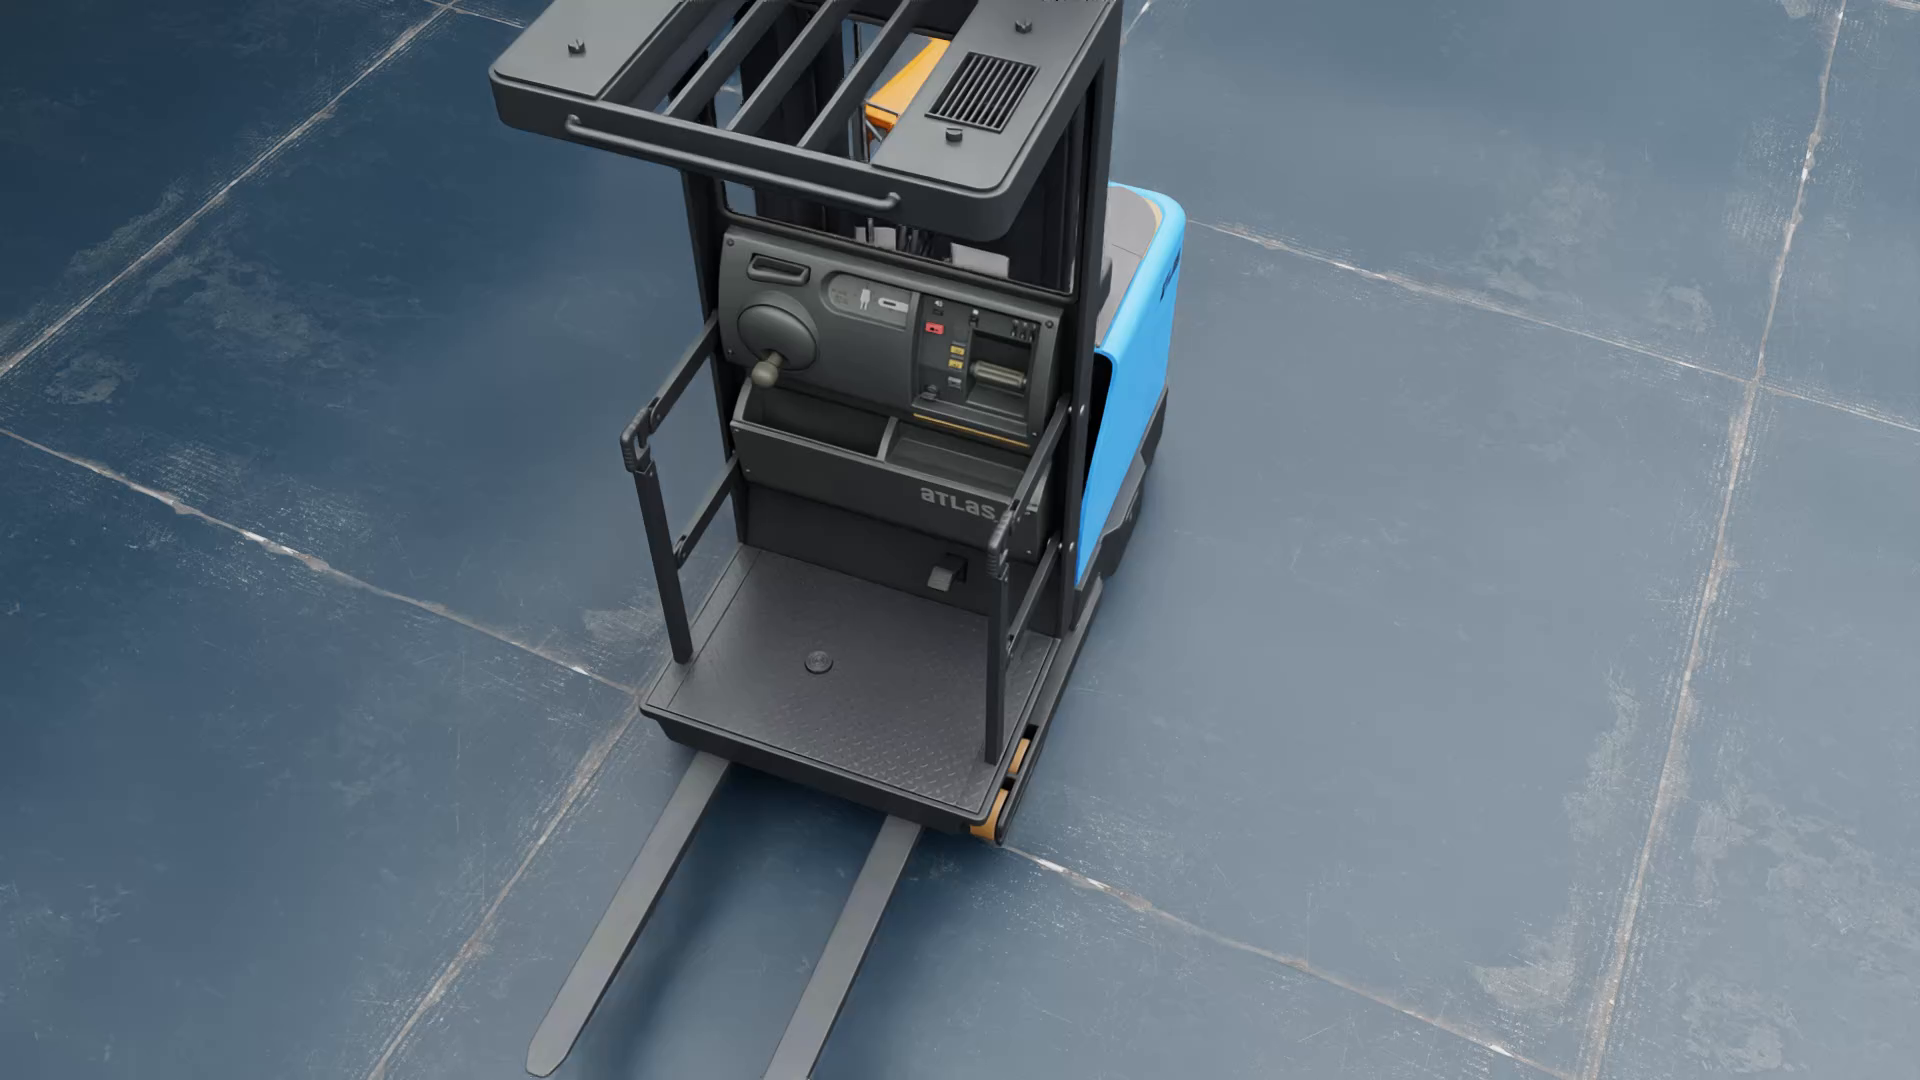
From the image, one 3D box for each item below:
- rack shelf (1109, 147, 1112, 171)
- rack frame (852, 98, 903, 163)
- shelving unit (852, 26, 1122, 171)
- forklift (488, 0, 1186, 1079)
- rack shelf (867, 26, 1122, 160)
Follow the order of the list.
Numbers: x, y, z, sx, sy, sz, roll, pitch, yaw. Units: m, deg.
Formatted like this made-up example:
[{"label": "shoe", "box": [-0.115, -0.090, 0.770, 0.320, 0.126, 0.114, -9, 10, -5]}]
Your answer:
[{"label": "rack shelf", "box": [0.112, -1.273, 6.415, 0.538, 0.278, 1.000, 25, 54, 19]}, {"label": "rack frame", "box": [-0.150, -1.099, 5.947, 0.500, 1.125, 0.032, 25, 54, 19]}, {"label": "shelving unit", "box": [0.112, -1.431, 6.229, 0.538, 1.125, 1.048, 25, 54, 19]}, {"label": "forklift", "box": [-0.271, -0.421, 4.184, 1.130, 2.935, 3.031, 16, 52, 13]}, {"label": "rack shelf", "box": [0.112, -1.621, 6.006, 0.538, 0.278, 1.000, 25, 54, 19]}]
